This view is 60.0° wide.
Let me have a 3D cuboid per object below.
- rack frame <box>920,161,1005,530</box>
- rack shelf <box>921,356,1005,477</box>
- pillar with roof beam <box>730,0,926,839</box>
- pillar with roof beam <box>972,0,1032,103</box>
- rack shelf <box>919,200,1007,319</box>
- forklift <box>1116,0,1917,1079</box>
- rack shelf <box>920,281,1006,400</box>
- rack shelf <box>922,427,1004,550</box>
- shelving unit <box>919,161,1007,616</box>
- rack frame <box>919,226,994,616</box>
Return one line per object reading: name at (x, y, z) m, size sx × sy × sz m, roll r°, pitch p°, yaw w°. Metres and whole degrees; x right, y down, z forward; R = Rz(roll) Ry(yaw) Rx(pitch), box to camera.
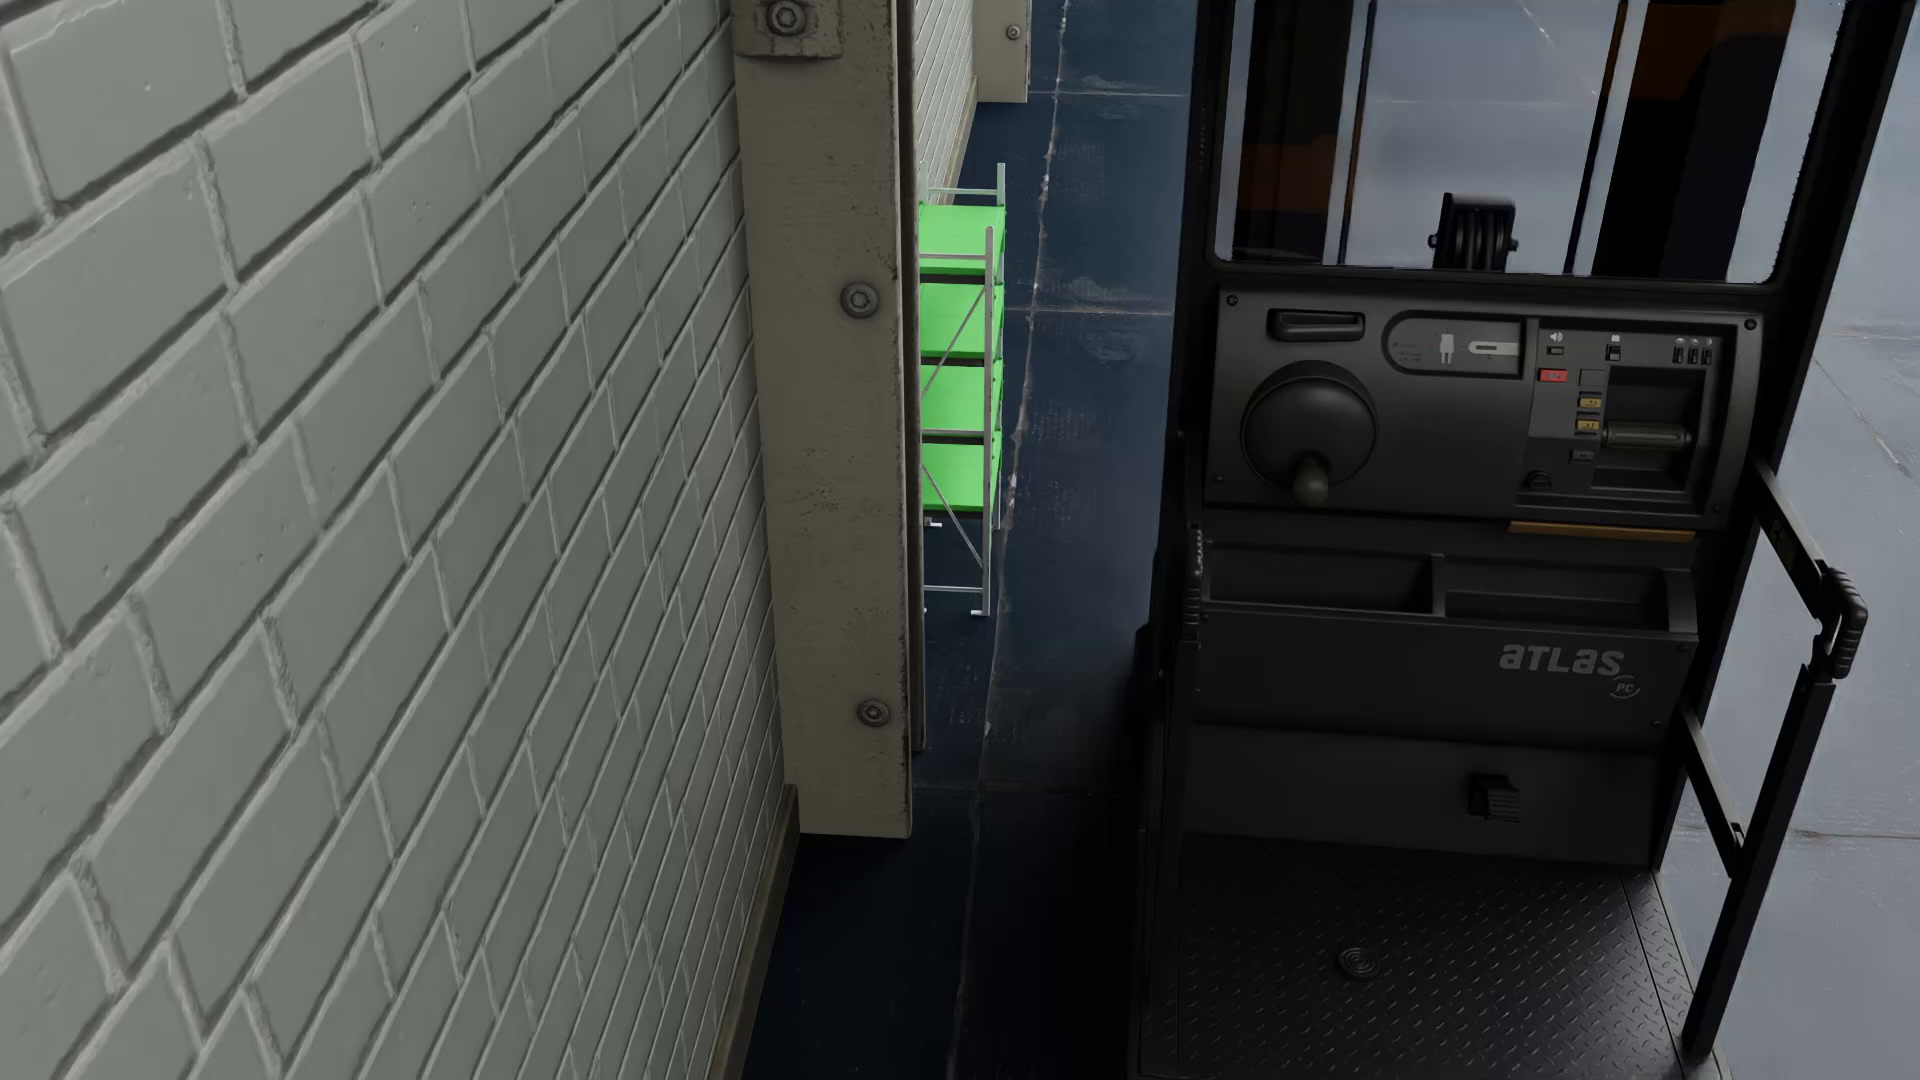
rack frame at (0.006, -0.552, 5.002) m, size 0.240 × 1.200 × 0.015 m, roll 2°, pitch 32°, yaw 4°
rack shelf at (-0.013, -0.370, 4.828) m, size 0.258 × 0.148 × 0.480 m, roll 2°, pitch 32°, yaw 4°
pillar with roof beam at (4.031, -3.028, 1.586) m, size 9.100 × 9.000 × 0.400 m, roll 2°, pitch 32°, yaw 4°
pillar with roof beam at (4.519, -6.165, 6.677) m, size 9.100 × 9.000 × 0.400 m, roll 2°, pitch 32°, yaw 4°
rack shelf at (-0.013, -0.778, 4.576) m, size 0.258 × 0.148 × 0.480 m, roll 2°, pitch 32°, yaw 4°
forklift at (0.894, -0.184, 2.754) m, size 1.130 × 2.935 × 3.031 m, roll 4°, pitch 32°, yaw 6°
rack shelf at (-0.013, -0.574, 4.702) m, size 0.258 × 0.148 × 0.480 m, roll 2°, pitch 32°, yaw 4°
rack shelf at (-0.013, -0.166, 4.954) m, size 0.258 × 0.148 × 0.480 m, roll 2°, pitch 32°, yaw 4°
shelving unit at (-0.013, -0.424, 4.795) m, size 0.258 × 1.200 × 0.503 m, roll 2°, pitch 32°, yaw 4°
rack frame at (-0.033, -0.297, 4.588) m, size 0.240 × 1.200 × 0.015 m, roll 2°, pitch 32°, yaw 4°
